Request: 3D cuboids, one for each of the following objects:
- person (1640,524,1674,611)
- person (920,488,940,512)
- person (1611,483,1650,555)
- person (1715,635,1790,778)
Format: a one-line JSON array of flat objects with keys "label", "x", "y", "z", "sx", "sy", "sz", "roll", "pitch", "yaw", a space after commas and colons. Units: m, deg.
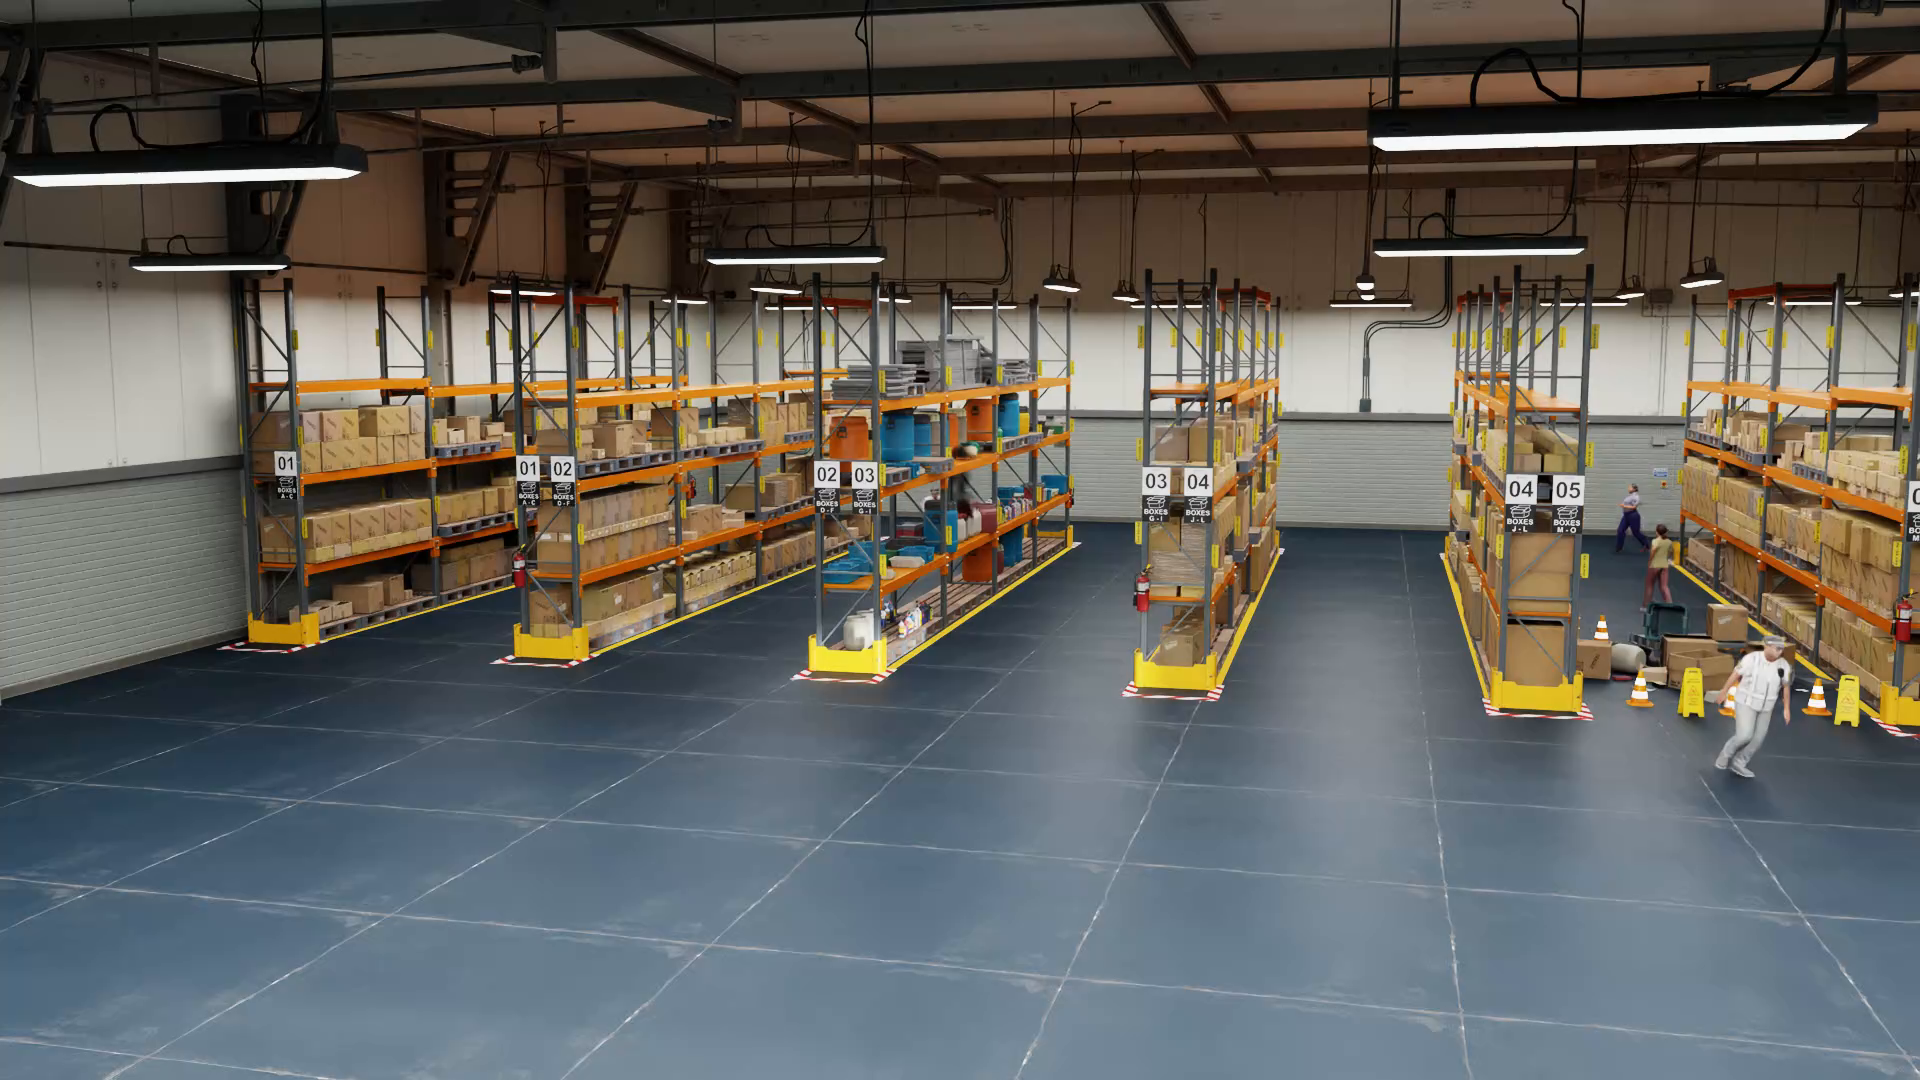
[{"label": "person", "x": 12.665, "y": 0.538, "z": 30.086, "sx": 0.558, "sy": 1.658, "sz": 0.986, "roll": 0, "pitch": 7, "yaw": -2}, {"label": "person", "x": -0.649, "y": -0.542, "z": 40.269, "sx": 0.625, "sy": 1.487, "sz": 0.830, "roll": 0, "pitch": 7, "yaw": -3}, {"label": "person", "x": 15.738, "y": -0.483, "z": 38.949, "sx": 0.856, "sy": 1.675, "sz": 0.578, "roll": 0, "pitch": 7, "yaw": -2}, {"label": "person", "x": 9.085, "y": 1.890, "z": 19.021, "sx": 0.683, "sy": 1.693, "sz": 0.609, "roll": -1, "pitch": 7, "yaw": -6}]
